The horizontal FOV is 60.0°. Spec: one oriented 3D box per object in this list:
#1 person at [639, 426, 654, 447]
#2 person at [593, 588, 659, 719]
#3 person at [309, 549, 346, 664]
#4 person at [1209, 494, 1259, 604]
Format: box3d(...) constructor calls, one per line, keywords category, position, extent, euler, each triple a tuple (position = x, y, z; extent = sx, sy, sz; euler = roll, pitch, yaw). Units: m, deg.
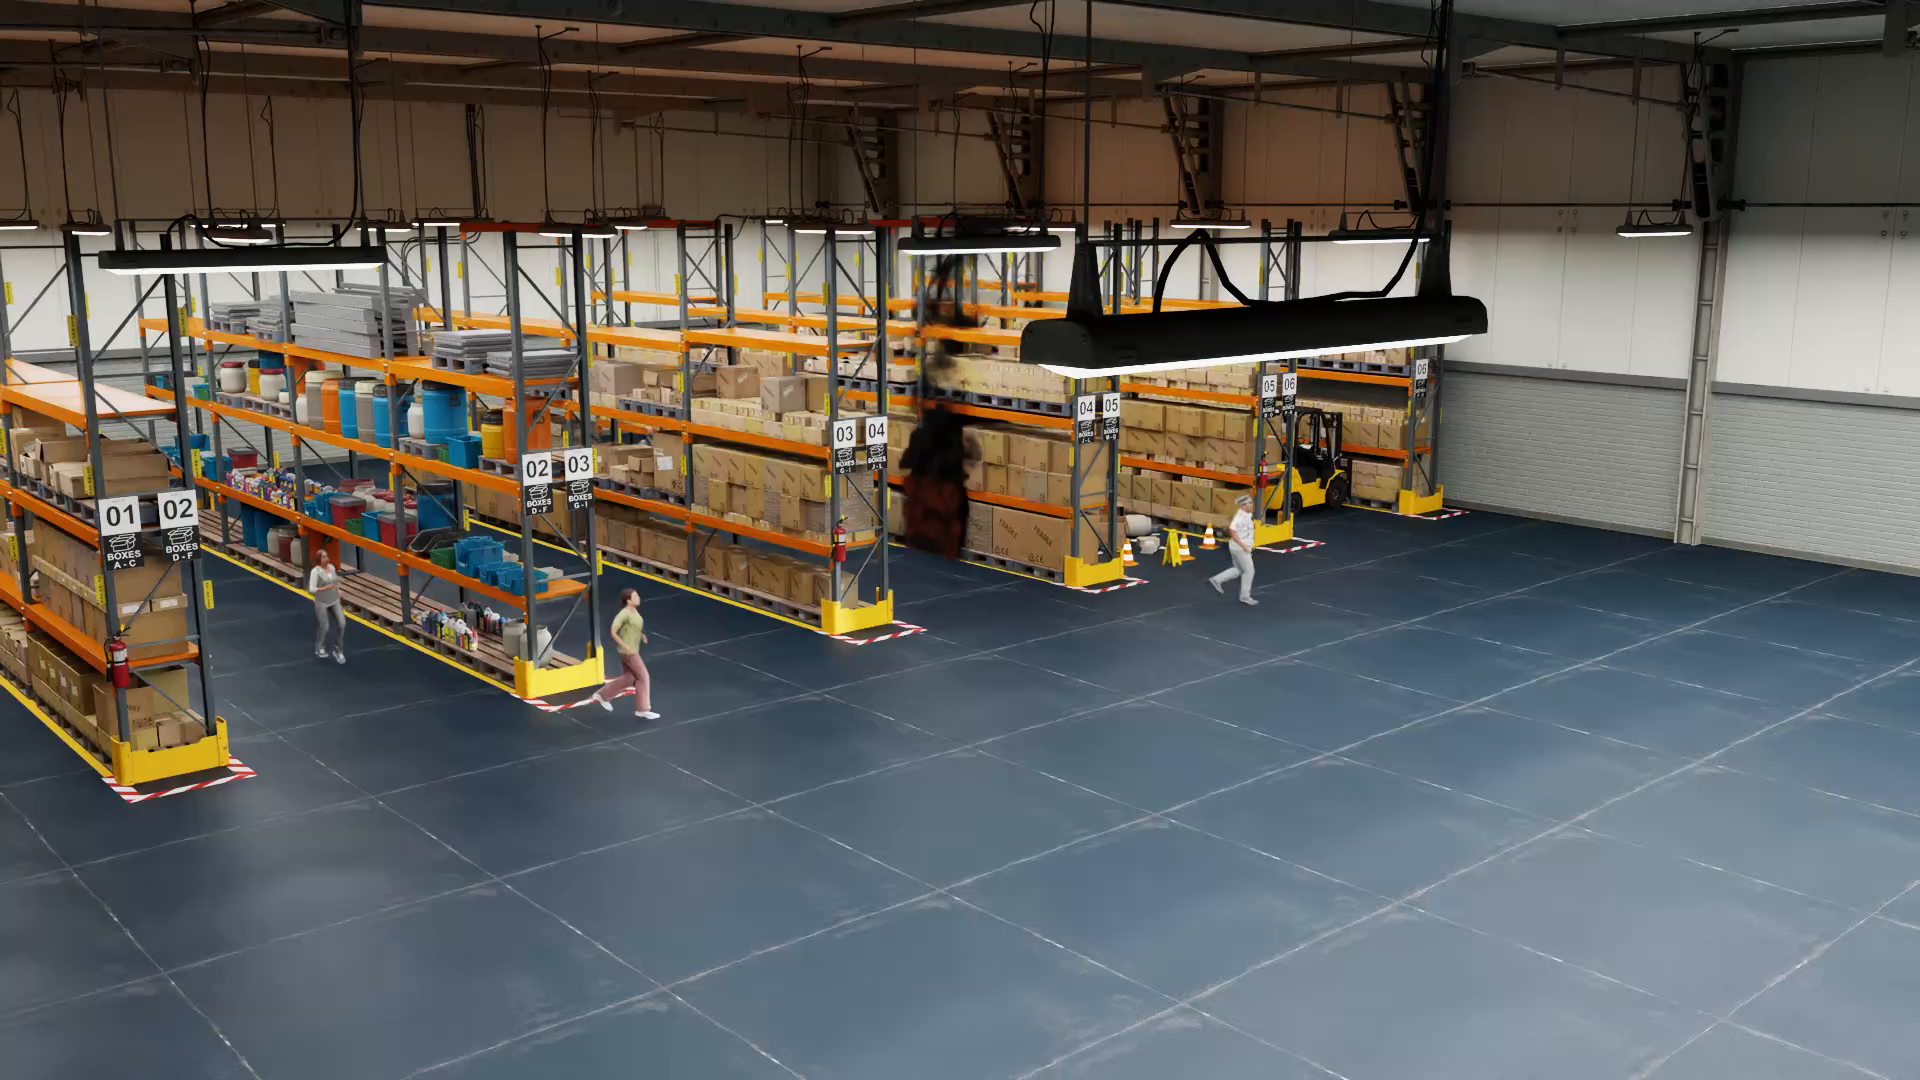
box3d(category="person", position=(-6.521, -1.574, 35.445), extent=(0.662, 1.737, 0.725), euler=(-7, 14, -32))
box3d(category="person", position=(-4.176, 1.400, 20.711), extent=(0.831, 1.666, 0.577), euler=(0, 11, 1))
box3d(category="person", position=(-8.824, 0.933, 23.216), extent=(0.666, 1.636, 0.514), euler=(10, 15, 39))
box3d(category="person", position=(4.437, 0.137, 26.787), extent=(0.805, 1.785, 0.661), euler=(2, 12, 11))
